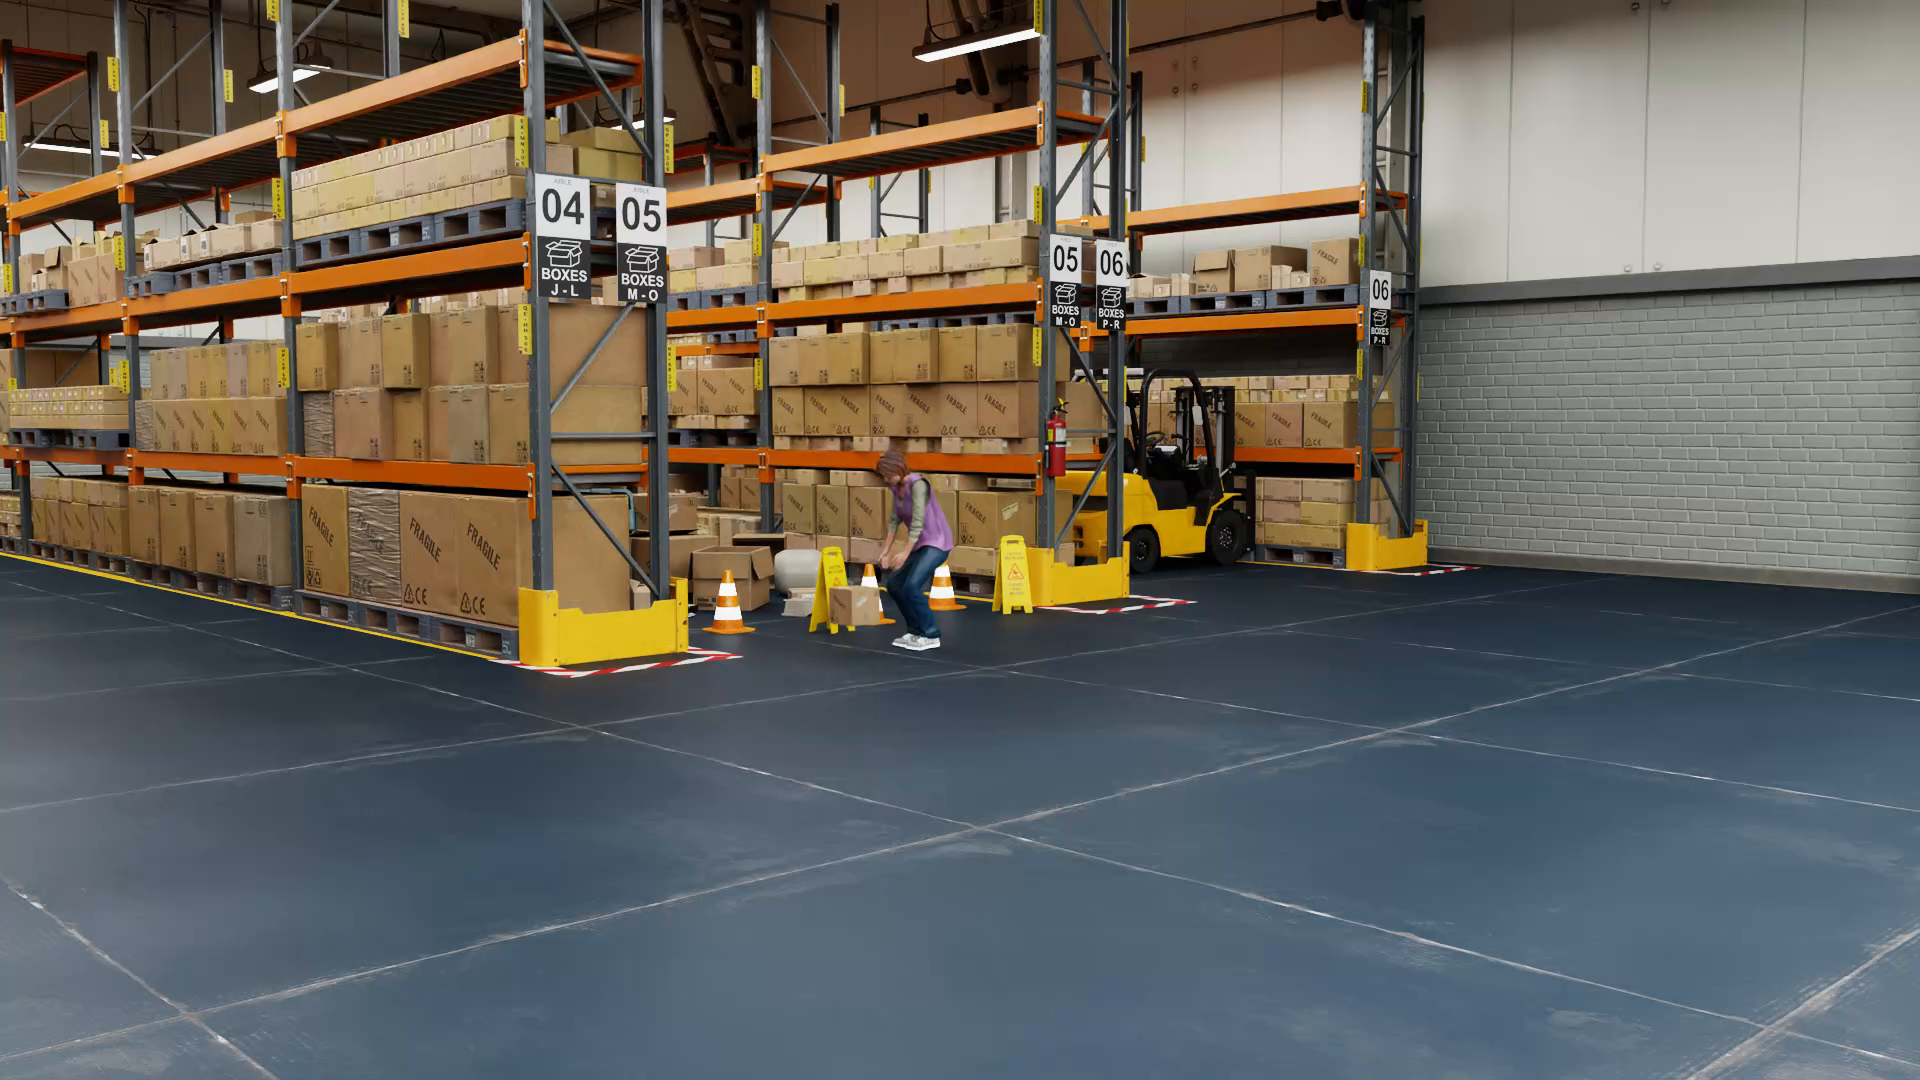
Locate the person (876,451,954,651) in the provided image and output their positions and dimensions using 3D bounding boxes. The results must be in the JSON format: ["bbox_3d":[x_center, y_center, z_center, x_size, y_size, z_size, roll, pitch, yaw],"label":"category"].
[{"bbox_3d":[-0.316,0.081,11.693,0.581,1.385,0.458,-2,5,-27],"label":"person"}]
